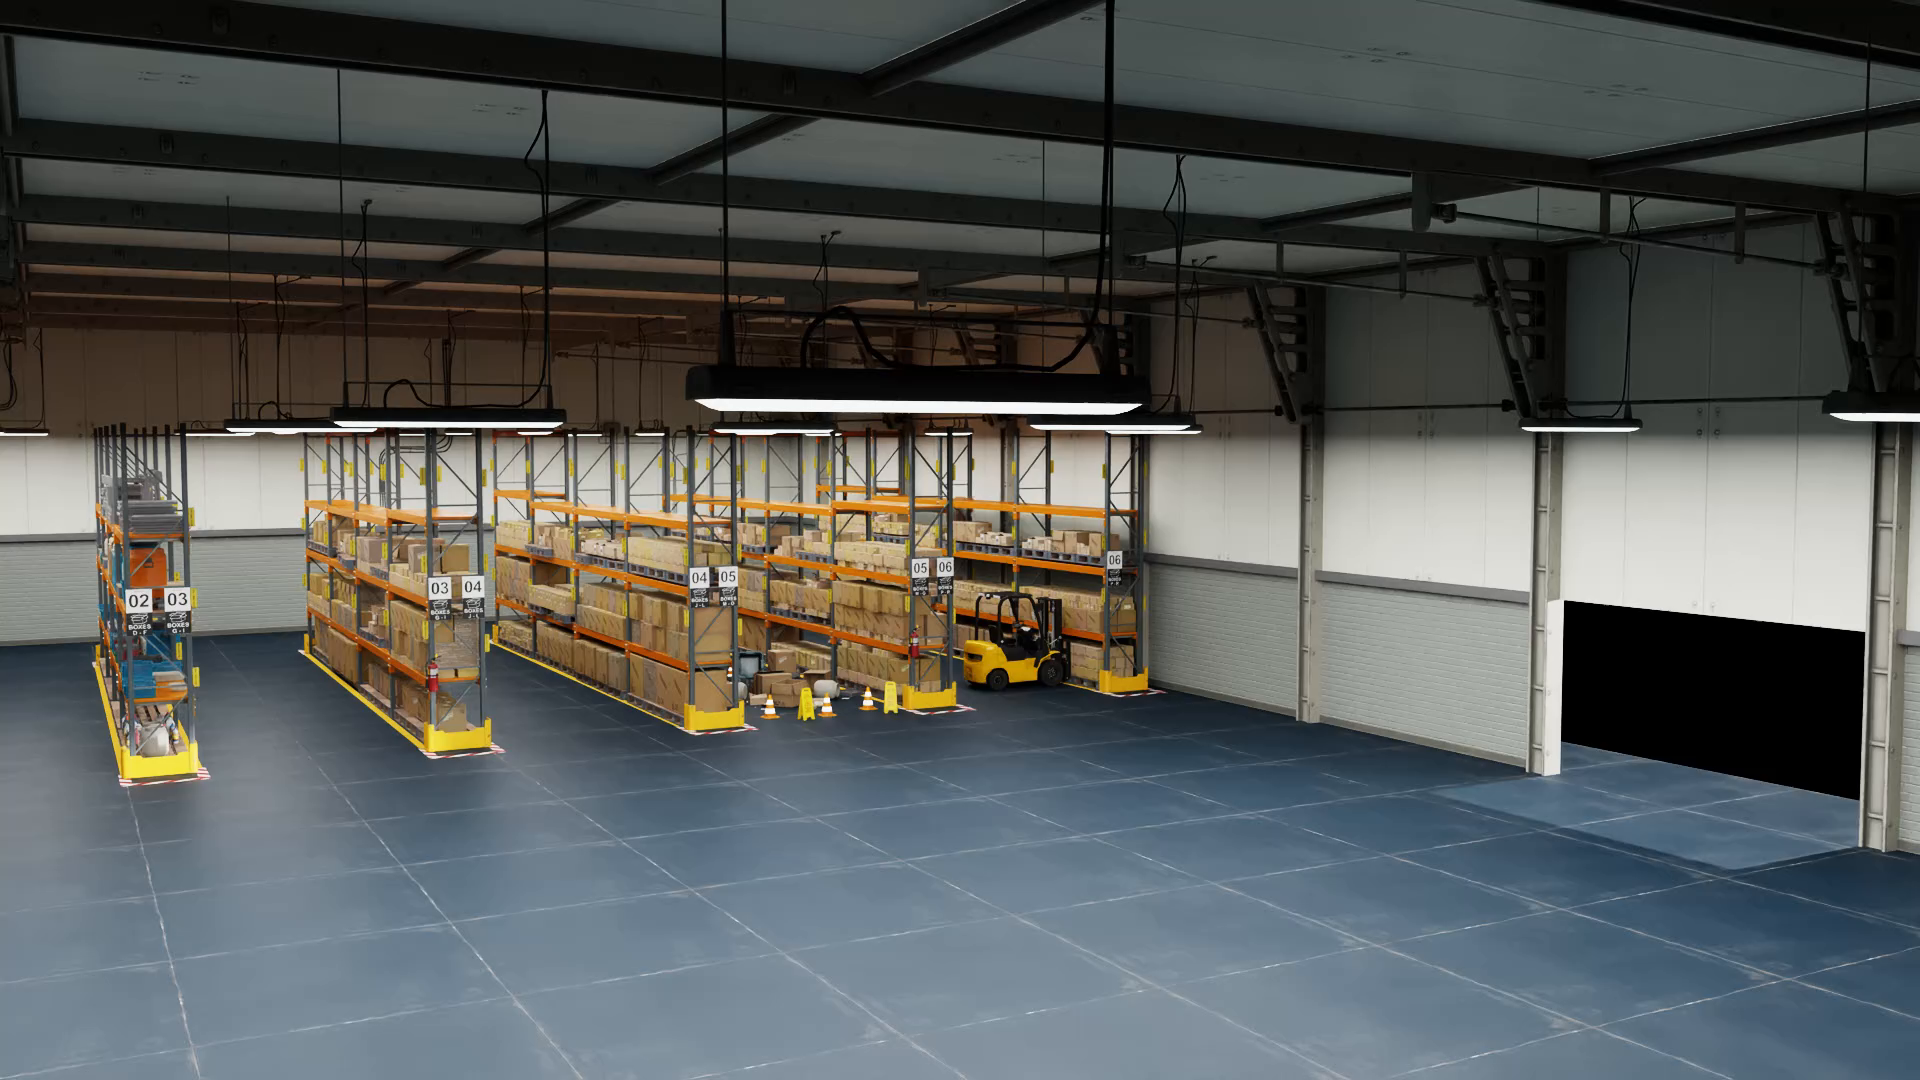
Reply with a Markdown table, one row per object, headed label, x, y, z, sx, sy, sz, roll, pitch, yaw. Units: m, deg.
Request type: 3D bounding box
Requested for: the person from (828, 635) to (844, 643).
| label | x | y | z | sx | sy | sz | roll | pitch | yaw |
| --- | --- | --- | --- | --- | --- | --- | --- | --- | --- |
| person | -3.455 | 2.070 | 46.595 | 0.471 | 1.686 | 0.412 | 2 | 4 | 27 |
